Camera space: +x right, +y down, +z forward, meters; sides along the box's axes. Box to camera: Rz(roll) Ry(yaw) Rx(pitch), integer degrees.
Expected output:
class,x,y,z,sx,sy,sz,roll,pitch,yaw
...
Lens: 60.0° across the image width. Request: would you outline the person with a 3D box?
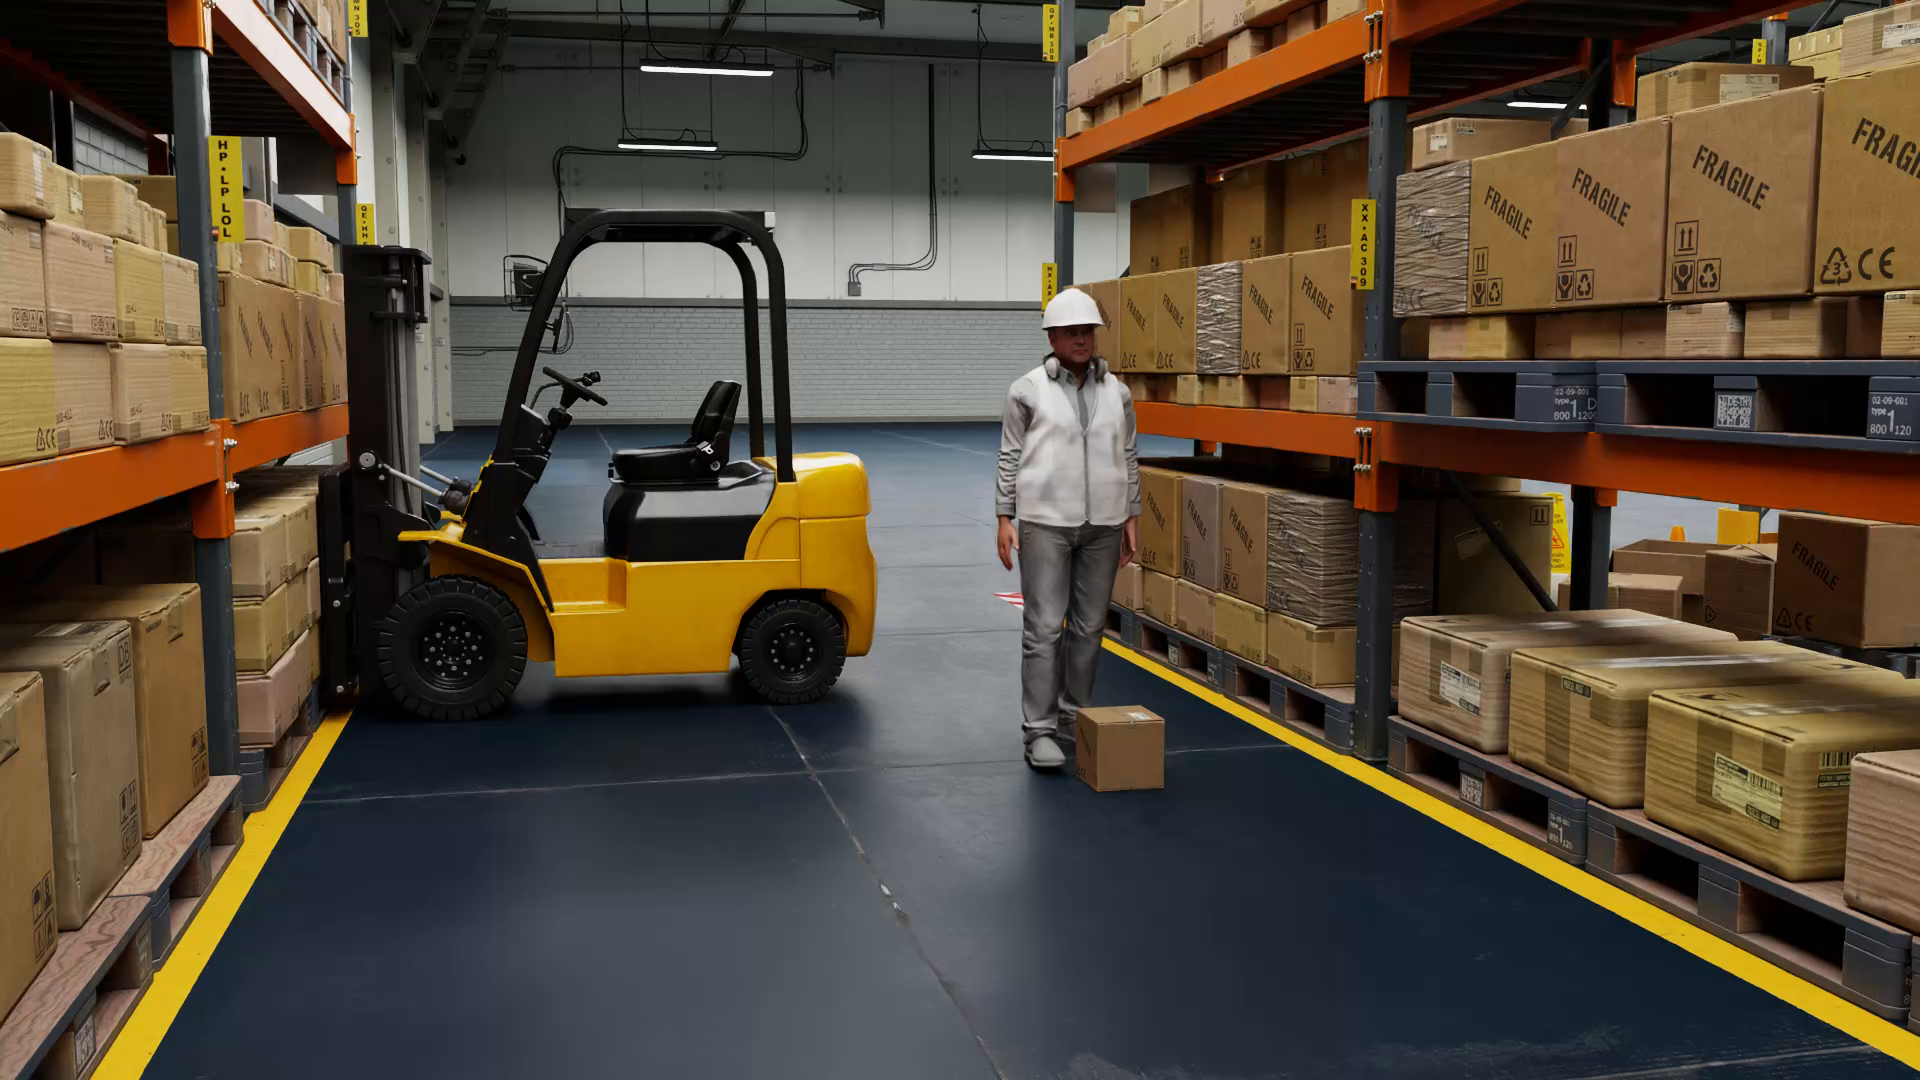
class,x,y,z,sx,sy,sz,roll,pitch,yaw
person,0.447,-0.057,6.299,0.568,1.776,0.544,-2,6,-17
